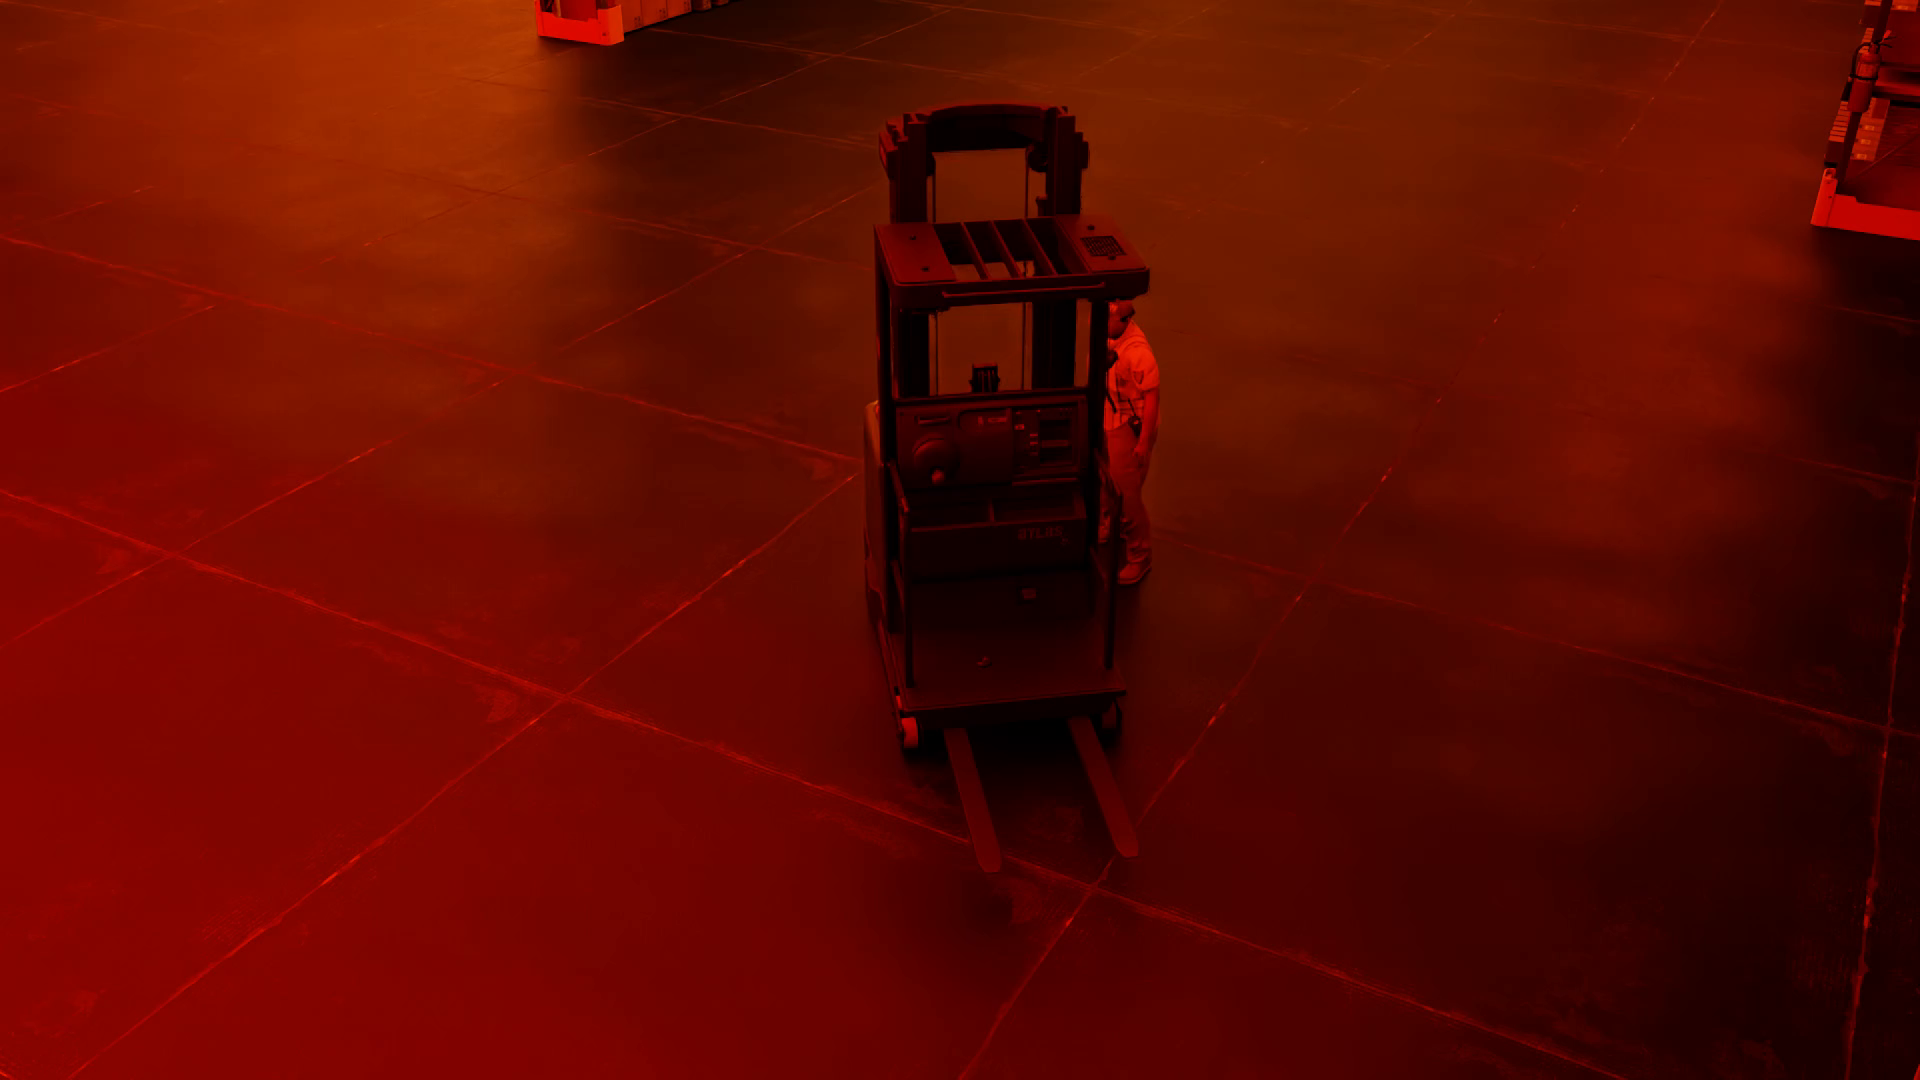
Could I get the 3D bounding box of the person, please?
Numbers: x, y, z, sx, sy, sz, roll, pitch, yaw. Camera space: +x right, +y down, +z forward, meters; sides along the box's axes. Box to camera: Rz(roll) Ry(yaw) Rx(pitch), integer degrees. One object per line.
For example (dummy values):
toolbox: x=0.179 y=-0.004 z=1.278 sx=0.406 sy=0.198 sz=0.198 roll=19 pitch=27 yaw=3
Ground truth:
person: x=0.914 y=-0.643 z=9.485 sx=0.459 sy=1.640 sz=0.778 roll=-13 pitch=32 yaw=-21

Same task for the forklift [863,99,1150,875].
forklift: x=0.197 y=-0.427 z=7.810 sx=1.130 sy=2.935 sz=3.031 roll=-5 pitch=30 yaw=-8
